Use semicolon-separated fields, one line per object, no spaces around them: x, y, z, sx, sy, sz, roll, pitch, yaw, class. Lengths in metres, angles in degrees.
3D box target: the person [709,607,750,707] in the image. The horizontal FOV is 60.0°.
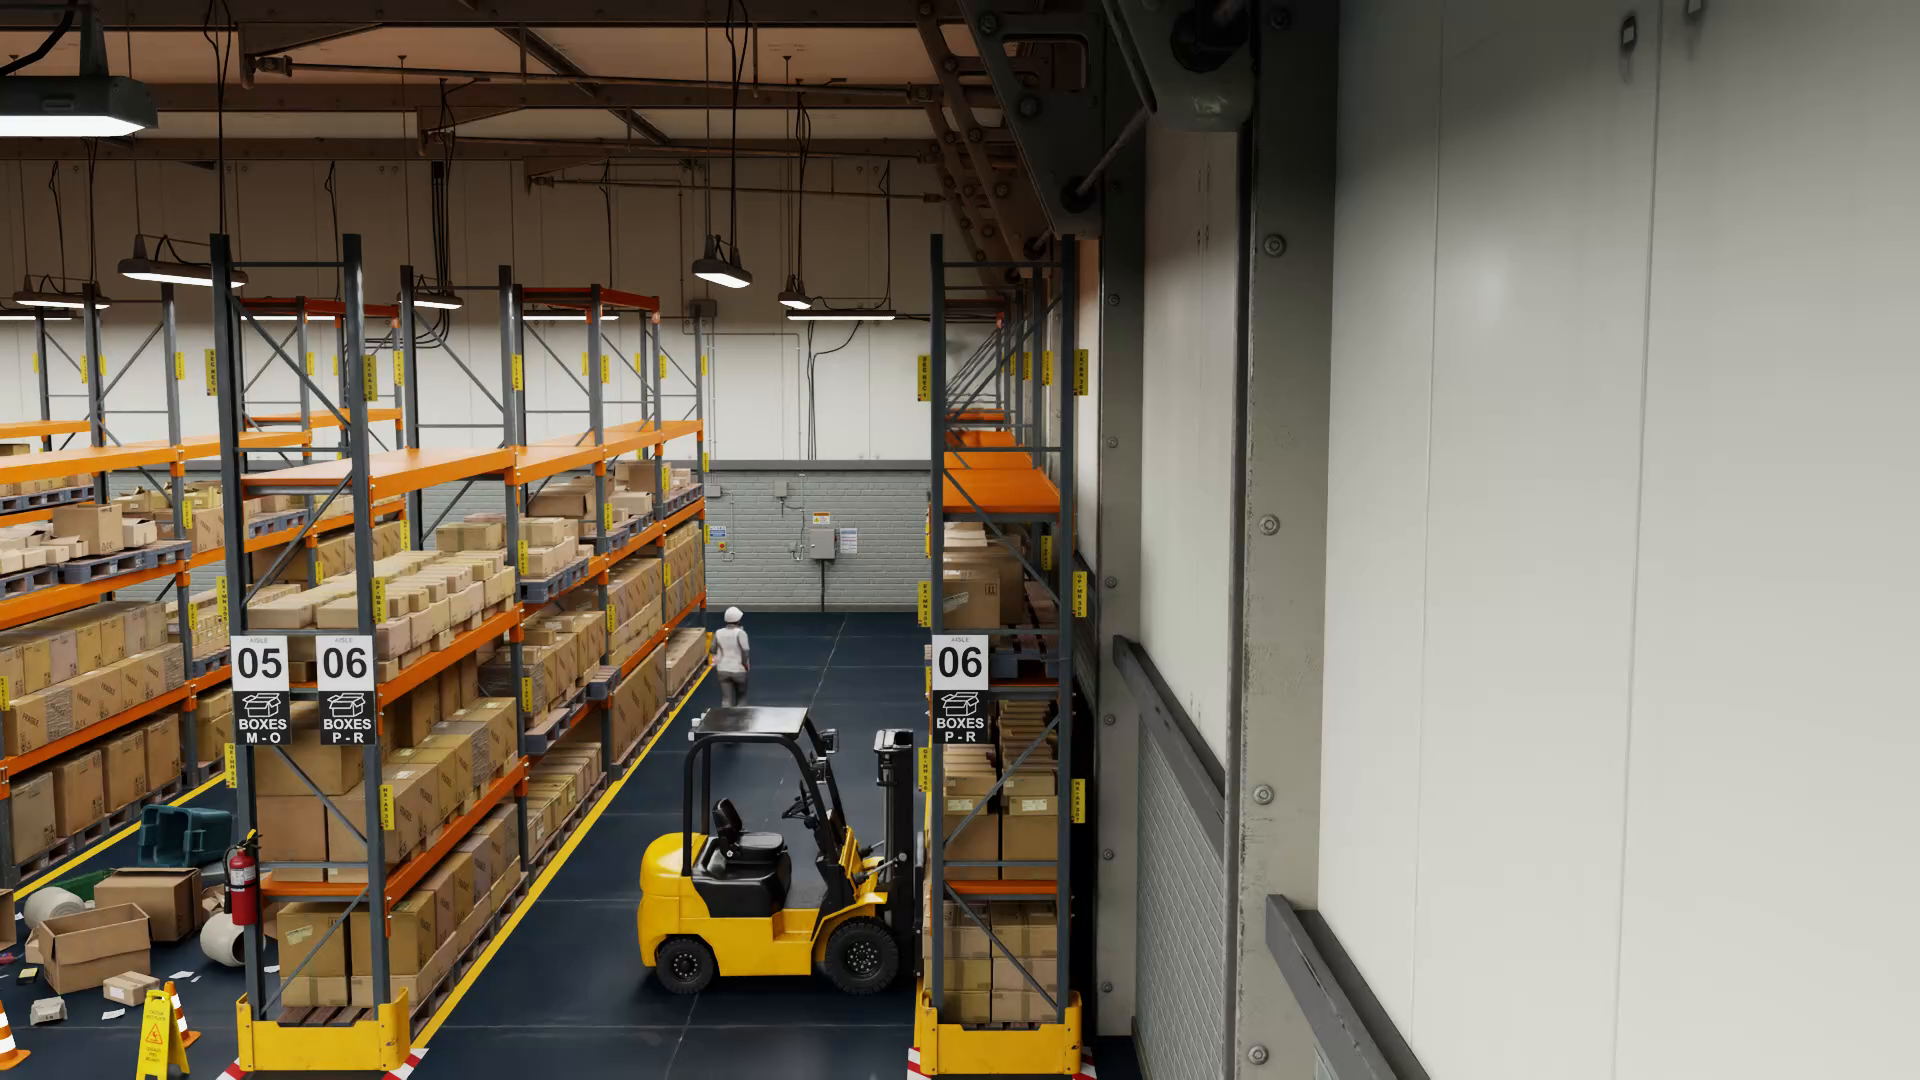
-3.096;1.823;22.451;0.628;1.842;0.782;1;6;5;person
